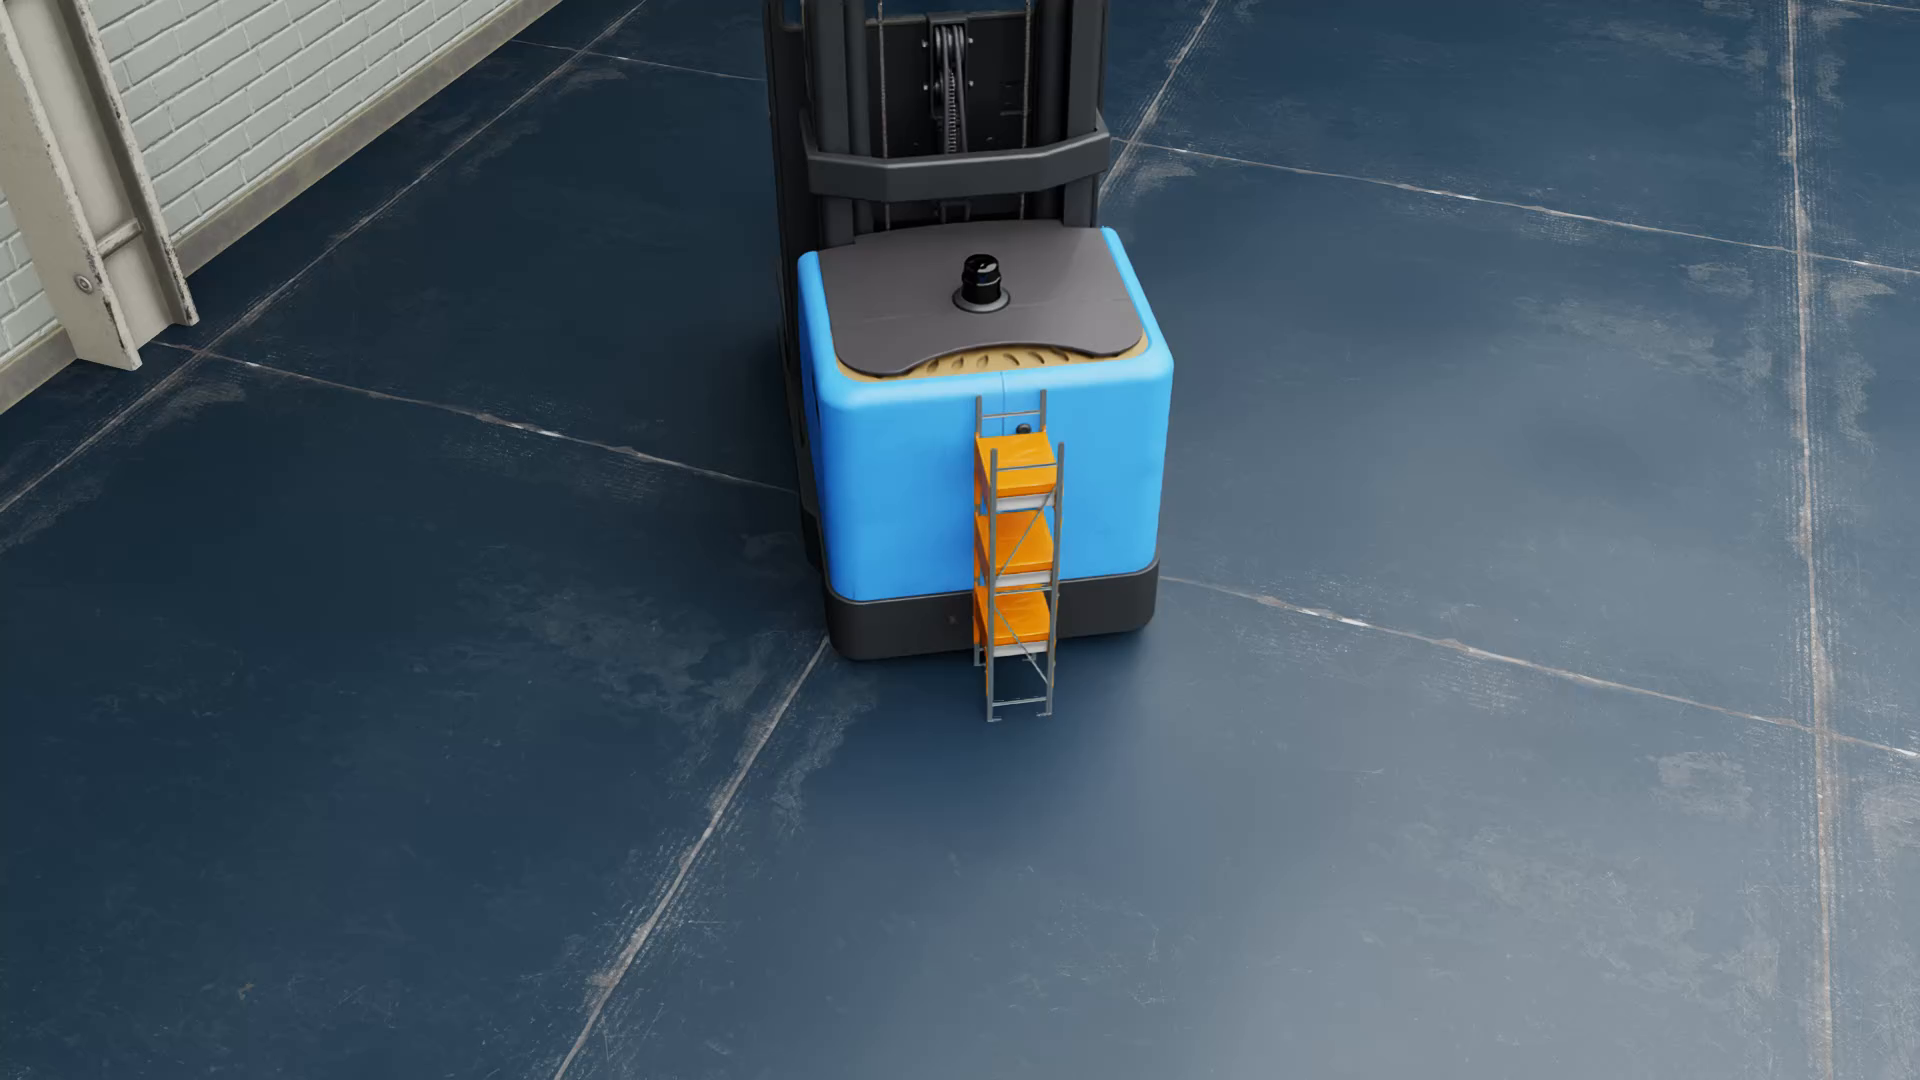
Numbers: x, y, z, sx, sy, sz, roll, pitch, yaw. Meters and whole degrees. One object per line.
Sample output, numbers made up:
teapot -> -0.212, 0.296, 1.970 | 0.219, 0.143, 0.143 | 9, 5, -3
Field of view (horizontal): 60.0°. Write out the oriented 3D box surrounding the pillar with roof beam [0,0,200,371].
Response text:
pillar with roof beam -> 0.723, -3.286, 2.668 | 9.100, 9.000, 0.400 | 13, 42, 15

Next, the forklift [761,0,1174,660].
forklift -> -0.113, -1.698, 5.482 | 1.130, 2.935, 3.031 | -6, 41, -7

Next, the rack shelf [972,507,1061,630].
rack shelf -> 0.162, 0.078, 4.866 | 0.215, 0.259, 0.240 | -6, 41, -7

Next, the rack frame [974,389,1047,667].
rack frame -> 0.143, -0.008, 4.951 | 0.200, 1.050, 0.008 | -6, 41, -7

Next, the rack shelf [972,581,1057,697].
rack shelf -> 0.162, 0.289, 5.047 | 0.215, 0.259, 0.240 | -6, 41, -7

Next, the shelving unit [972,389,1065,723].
shelving unit -> 0.162, 0.070, 4.859 | 0.215, 1.050, 0.252 | -6, 41, -7

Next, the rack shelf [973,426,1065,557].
rack shelf -> 0.162, -0.138, 4.682 | 0.215, 0.259, 0.240 | -6, 41, -7

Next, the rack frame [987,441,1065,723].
rack frame -> 0.181, 0.148, 4.768 | 0.200, 1.050, 0.008 | -6, 41, -7
